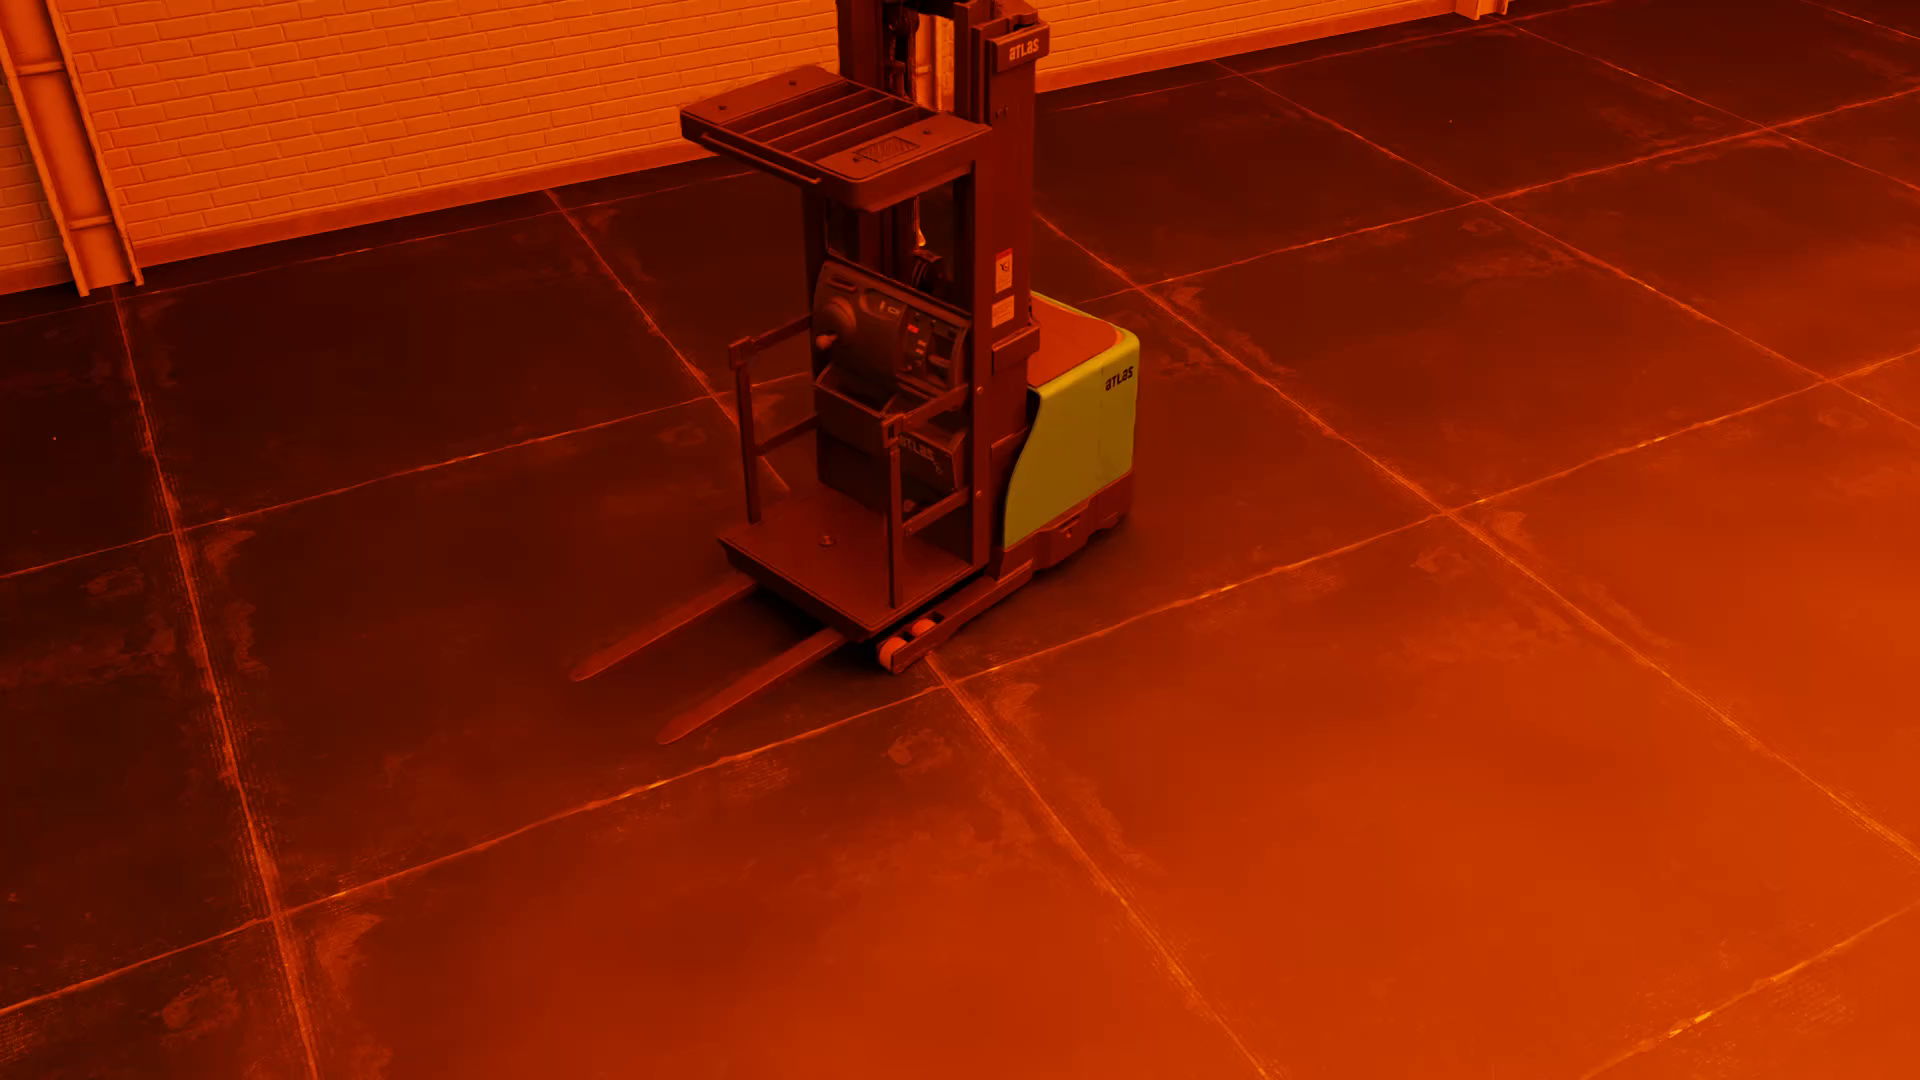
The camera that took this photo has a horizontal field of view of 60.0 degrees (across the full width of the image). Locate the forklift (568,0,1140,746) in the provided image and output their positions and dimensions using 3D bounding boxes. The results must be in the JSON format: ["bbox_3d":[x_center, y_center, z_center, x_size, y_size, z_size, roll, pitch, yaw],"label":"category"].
[{"bbox_3d":[-0.468,-0.909,7.409,1.130,2.935,3.031,29,44,34],"label":"forklift"}]

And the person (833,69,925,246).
[{"bbox_3d":[-0.562,-2.744,11.183,0.621,1.574,0.367,-4,35,-5],"label":"person"}]
